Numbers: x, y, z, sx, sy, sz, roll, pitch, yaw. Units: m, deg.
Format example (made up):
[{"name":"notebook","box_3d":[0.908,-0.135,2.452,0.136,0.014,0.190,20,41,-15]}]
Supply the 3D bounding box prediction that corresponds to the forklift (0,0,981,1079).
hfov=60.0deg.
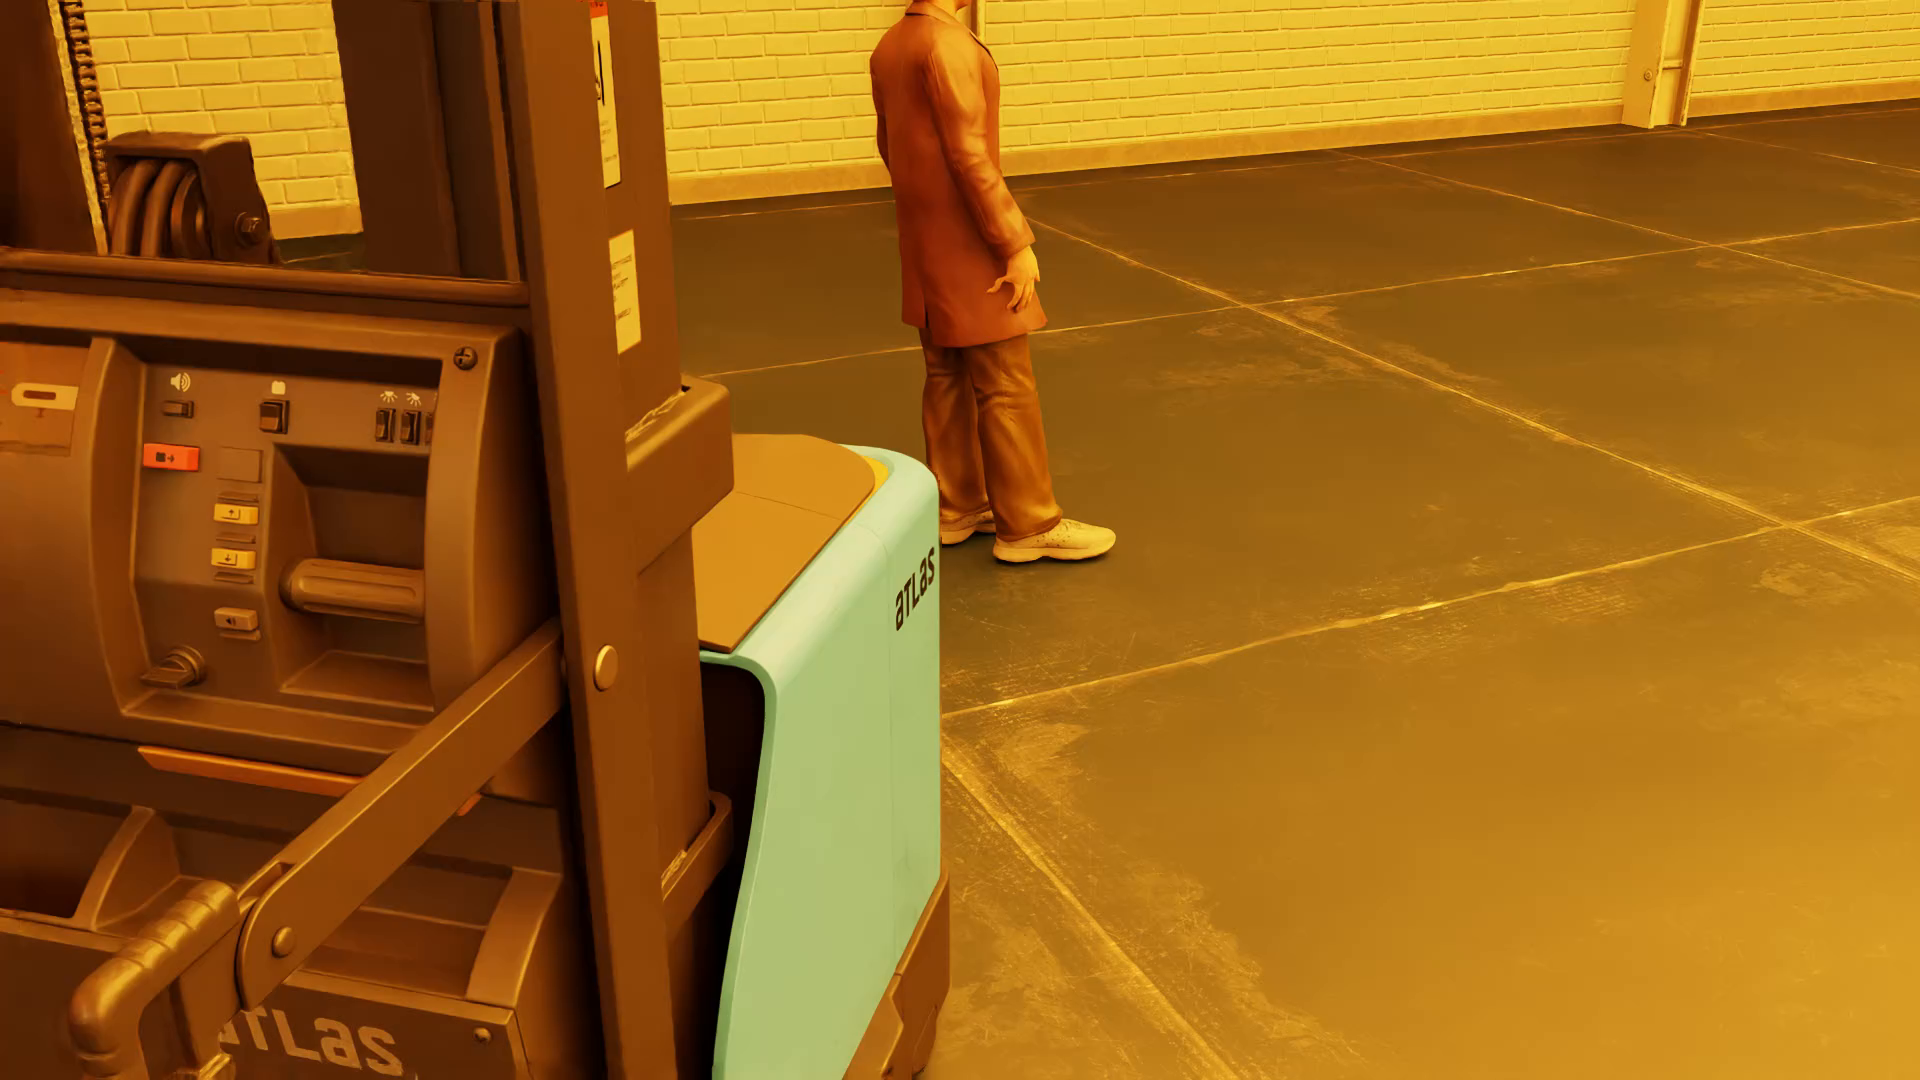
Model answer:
[{"name":"forklift","box_3d":[-0.834,-0.090,1.504,1.130,2.935,3.031,6,23,14]}]

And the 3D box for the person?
[{"name":"person","box_3d":[0.085,-0.841,4.795,0.580,1.777,0.695,-10,25,-23]}]
